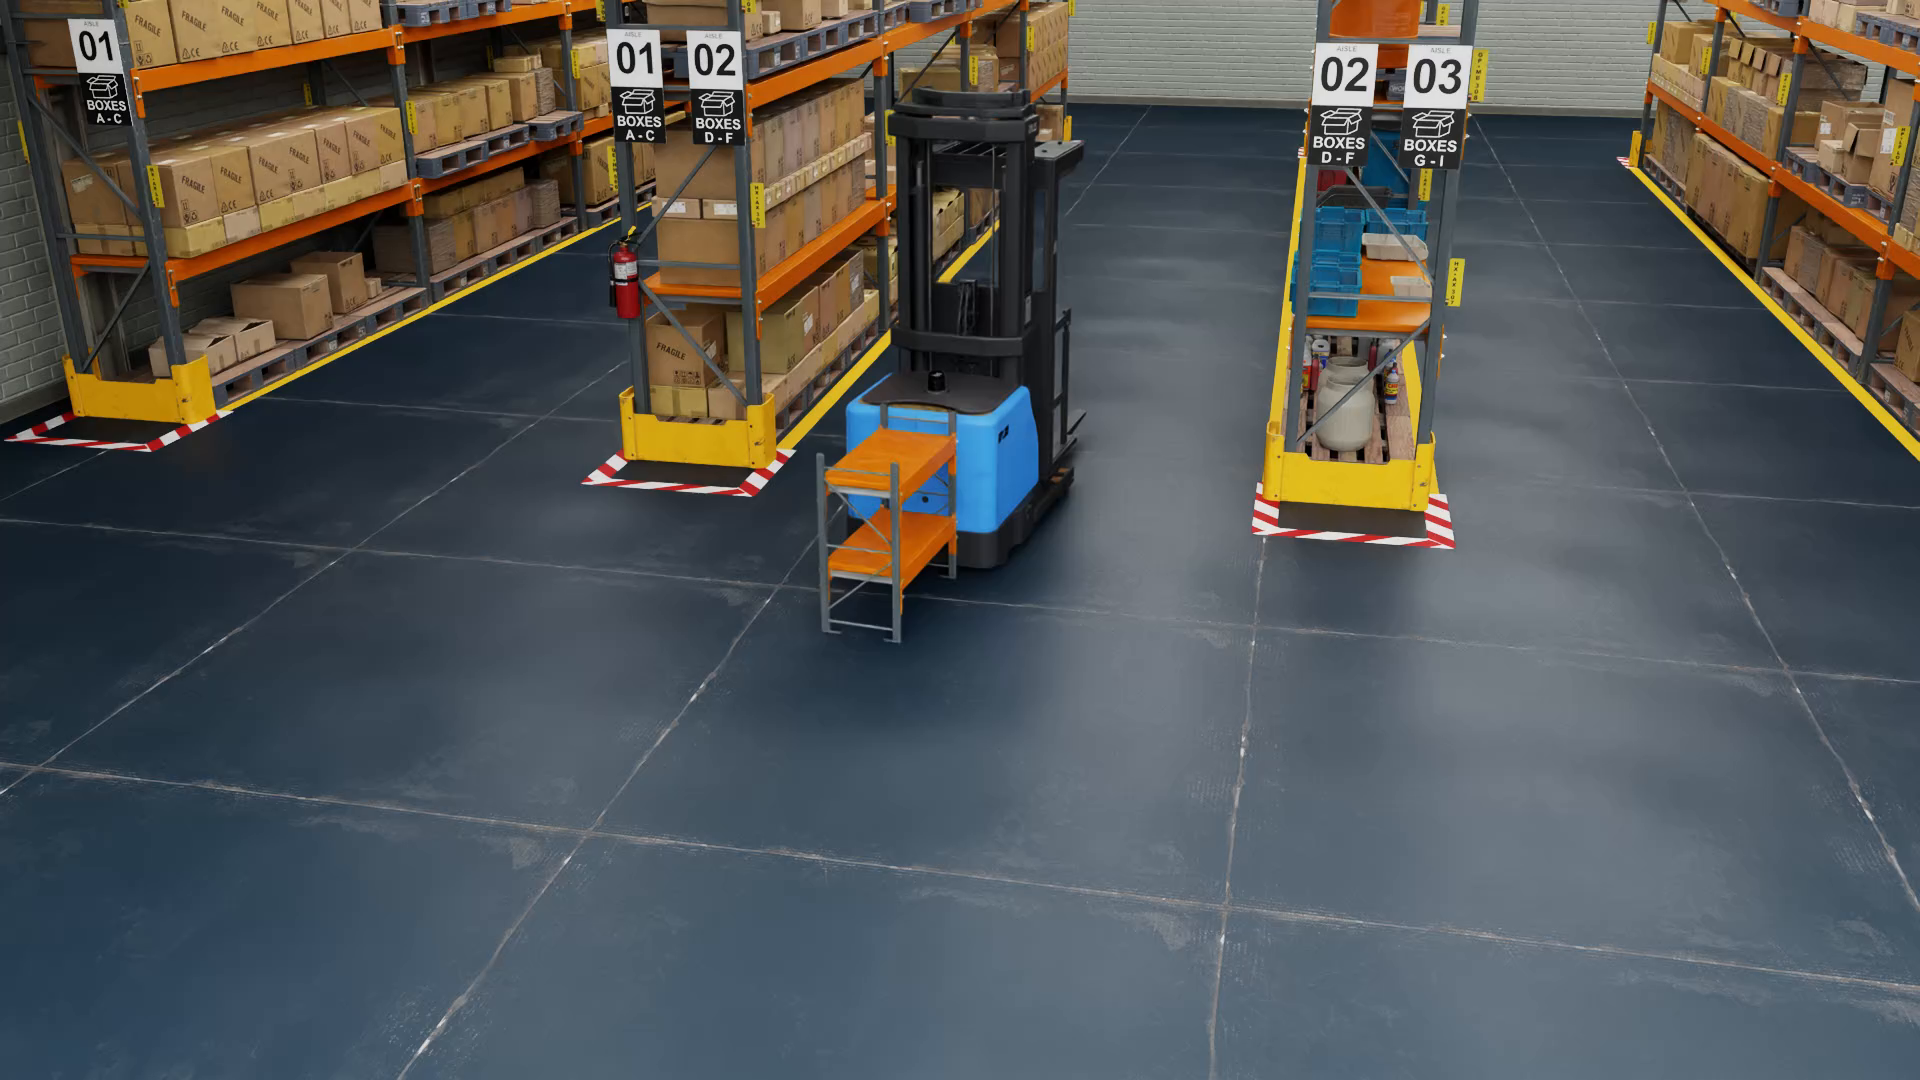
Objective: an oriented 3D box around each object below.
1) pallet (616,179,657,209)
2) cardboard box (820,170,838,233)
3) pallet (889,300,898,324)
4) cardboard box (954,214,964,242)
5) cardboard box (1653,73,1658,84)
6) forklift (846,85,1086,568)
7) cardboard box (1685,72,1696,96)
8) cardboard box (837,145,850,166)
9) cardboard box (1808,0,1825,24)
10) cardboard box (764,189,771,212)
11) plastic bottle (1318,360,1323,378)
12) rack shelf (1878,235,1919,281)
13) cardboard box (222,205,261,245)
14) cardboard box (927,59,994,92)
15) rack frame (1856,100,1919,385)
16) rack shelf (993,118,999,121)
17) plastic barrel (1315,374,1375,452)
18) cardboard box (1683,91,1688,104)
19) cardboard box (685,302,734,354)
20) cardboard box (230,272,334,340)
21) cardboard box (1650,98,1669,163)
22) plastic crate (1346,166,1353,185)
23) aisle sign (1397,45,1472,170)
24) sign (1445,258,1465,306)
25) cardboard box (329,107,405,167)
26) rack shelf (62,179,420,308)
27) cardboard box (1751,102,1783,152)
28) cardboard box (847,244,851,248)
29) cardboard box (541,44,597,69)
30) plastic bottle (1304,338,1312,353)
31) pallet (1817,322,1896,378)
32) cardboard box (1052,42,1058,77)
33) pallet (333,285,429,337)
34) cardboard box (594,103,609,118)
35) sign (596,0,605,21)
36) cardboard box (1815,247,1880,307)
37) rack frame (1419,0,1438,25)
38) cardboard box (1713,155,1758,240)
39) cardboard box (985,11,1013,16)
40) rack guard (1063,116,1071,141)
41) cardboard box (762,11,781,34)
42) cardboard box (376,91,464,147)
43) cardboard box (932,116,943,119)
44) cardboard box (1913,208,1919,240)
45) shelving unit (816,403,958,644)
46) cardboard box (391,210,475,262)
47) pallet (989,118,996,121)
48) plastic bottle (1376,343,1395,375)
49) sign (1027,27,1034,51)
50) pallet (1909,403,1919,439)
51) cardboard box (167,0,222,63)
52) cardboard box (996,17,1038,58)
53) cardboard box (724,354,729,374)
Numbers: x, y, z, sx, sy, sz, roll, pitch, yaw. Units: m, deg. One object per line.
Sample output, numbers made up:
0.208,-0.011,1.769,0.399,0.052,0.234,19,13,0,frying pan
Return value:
-4.750,-4.784,22.949,1.003,0.211,1.213,4,22,11,pallet
-1.494,-3.018,14.697,0.700,0.500,0.500,5,22,12,cardboard box
-1.090,-2.490,17.252,1.003,0.211,1.213,4,22,11,pallet
-0.254,-3.682,19.599,0.500,0.250,0.500,5,22,12,cardboard box
10.497,-6.828,24.627,0.380,0.149,0.250,4,22,10,cardboard box
0.204,-1.697,11.644,1.130,2.935,3.031,7,23,17,forklift
10.064,-6.119,22.335,0.500,0.250,0.500,5,23,13,cardboard box
-1.204,-3.460,14.927,0.380,0.149,0.250,4,22,11,cardboard box
8.966,-5.386,16.898,0.500,0.250,0.500,5,22,12,cardboard box
-1.676,-2.619,12.839,0.380,0.149,0.250,4,22,10,cardboard box
3.008,-1.418,14.016,0.097,0.201,0.097,0,22,0,plastic bottle
8.087,-1.689,12.495,1.077,0.370,4.000,4,22,11,rack shelf
-6.366,-2.709,14.239,0.500,0.250,0.500,4,22,9,cardboard box
0.006,-5.773,20.978,0.700,0.500,0.500,9,24,21,cardboard box
8.495,-2.754,14.177,1.000,3.000,0.127,4,22,11,rack frame
0.022,-5.371,21.638,1.077,0.370,4.000,4,22,11,rack shelf
2.890,-0.956,12.480,0.421,0.512,0.421,0,22,0,plastic barrel
10.027,-5.982,22.527,0.380,0.149,0.250,5,22,12,cardboard box
-2.010,-1.901,14.172,0.500,0.500,0.500,4,22,11,cardboard box
-6.324,-2.188,15.527,0.700,0.500,0.500,3,22,8,cardboard box
10.892,-6.112,24.796,0.875,0.875,0.875,4,22,11,cardboard box
3.726,-3.692,16.789,0.450,0.188,0.662,4,22,11,plastic crate
3.102,-2.826,10.875,0.394,0.787,0.004,4,22,11,aisle sign
3.368,-1.754,11.322,0.100,0.325,0.005,4,22,11,sign
-5.846,-3.978,16.386,0.500,0.500,0.500,4,22,11,cardboard box
-6.460,-2.822,15.308,1.077,0.370,4.000,4,22,11,rack shelf
9.277,-4.645,18.737,0.500,0.500,0.500,4,22,10,cardboard box
-1.400,-2.860,16.808,0.500,0.311,0.500,4,22,11,cardboard box
-4.885,-6.048,20.793,0.500,0.250,0.500,5,22,12,cardboard box
2.912,-1.551,14.146,0.144,0.351,0.185,5,23,13,plastic bottle
8.653,-1.745,15.405,1.003,0.211,1.213,4,22,11,pallet
1.212,-7.389,25.551,0.500,0.500,0.500,5,22,11,cardboard box
-6.154,-2.345,16.894,1.003,0.211,1.213,4,22,11,pallet
-4.745,-5.527,21.372,0.380,0.149,0.250,5,23,13,cardboard box
-2.546,-3.860,11.827,0.100,0.325,0.005,4,22,11,sign
8.985,-2.603,16.559,0.700,0.500,0.500,6,23,15,cardboard box
3.647,-5.914,13.993,1.000,3.000,0.127,4,22,11,rack frame
9.662,-4.002,19.558,1.225,0.875,0.875,5,22,11,cardboard box
0.485,-7.523,24.546,0.500,0.500,0.500,5,22,11,cardboard box
1.231,-6.712,27.350,1.175,0.500,0.348,4,22,11,rack guard
-1.605,-3.999,12.840,0.380,0.149,0.250,4,22,11,cardboard box
-5.794,-4.525,17.850,0.700,0.500,0.500,7,23,16,cardboard box
-0.503,-4.802,19.382,0.500,0.311,0.500,6,23,14,cardboard box
8.206,-2.598,13.258,0.875,0.500,0.500,4,22,11,cardboard box
-0.425,-0.124,10.155,0.538,1.125,1.048,7,23,17,shelving unit
-5.862,-3.395,18.524,0.700,0.500,0.500,4,22,10,cardboard box
0.007,-5.596,21.490,1.003,0.211,1.213,4,22,11,pallet
3.655,-1.567,14.287,0.152,0.276,0.135,5,22,12,plastic bottle
0.975,-6.932,23.002,0.100,0.325,0.005,4,22,11,sign
8.146,-0.765,12.970,1.003,0.211,1.213,4,22,11,pallet
-6.411,-4.168,13.511,0.500,0.500,0.500,6,23,14,cardboard box
0.802,-7.097,23.489,0.500,0.500,0.500,5,22,12,cardboard box
-2.108,-1.369,13.857,0.500,0.250,0.500,4,22,11,cardboard box
